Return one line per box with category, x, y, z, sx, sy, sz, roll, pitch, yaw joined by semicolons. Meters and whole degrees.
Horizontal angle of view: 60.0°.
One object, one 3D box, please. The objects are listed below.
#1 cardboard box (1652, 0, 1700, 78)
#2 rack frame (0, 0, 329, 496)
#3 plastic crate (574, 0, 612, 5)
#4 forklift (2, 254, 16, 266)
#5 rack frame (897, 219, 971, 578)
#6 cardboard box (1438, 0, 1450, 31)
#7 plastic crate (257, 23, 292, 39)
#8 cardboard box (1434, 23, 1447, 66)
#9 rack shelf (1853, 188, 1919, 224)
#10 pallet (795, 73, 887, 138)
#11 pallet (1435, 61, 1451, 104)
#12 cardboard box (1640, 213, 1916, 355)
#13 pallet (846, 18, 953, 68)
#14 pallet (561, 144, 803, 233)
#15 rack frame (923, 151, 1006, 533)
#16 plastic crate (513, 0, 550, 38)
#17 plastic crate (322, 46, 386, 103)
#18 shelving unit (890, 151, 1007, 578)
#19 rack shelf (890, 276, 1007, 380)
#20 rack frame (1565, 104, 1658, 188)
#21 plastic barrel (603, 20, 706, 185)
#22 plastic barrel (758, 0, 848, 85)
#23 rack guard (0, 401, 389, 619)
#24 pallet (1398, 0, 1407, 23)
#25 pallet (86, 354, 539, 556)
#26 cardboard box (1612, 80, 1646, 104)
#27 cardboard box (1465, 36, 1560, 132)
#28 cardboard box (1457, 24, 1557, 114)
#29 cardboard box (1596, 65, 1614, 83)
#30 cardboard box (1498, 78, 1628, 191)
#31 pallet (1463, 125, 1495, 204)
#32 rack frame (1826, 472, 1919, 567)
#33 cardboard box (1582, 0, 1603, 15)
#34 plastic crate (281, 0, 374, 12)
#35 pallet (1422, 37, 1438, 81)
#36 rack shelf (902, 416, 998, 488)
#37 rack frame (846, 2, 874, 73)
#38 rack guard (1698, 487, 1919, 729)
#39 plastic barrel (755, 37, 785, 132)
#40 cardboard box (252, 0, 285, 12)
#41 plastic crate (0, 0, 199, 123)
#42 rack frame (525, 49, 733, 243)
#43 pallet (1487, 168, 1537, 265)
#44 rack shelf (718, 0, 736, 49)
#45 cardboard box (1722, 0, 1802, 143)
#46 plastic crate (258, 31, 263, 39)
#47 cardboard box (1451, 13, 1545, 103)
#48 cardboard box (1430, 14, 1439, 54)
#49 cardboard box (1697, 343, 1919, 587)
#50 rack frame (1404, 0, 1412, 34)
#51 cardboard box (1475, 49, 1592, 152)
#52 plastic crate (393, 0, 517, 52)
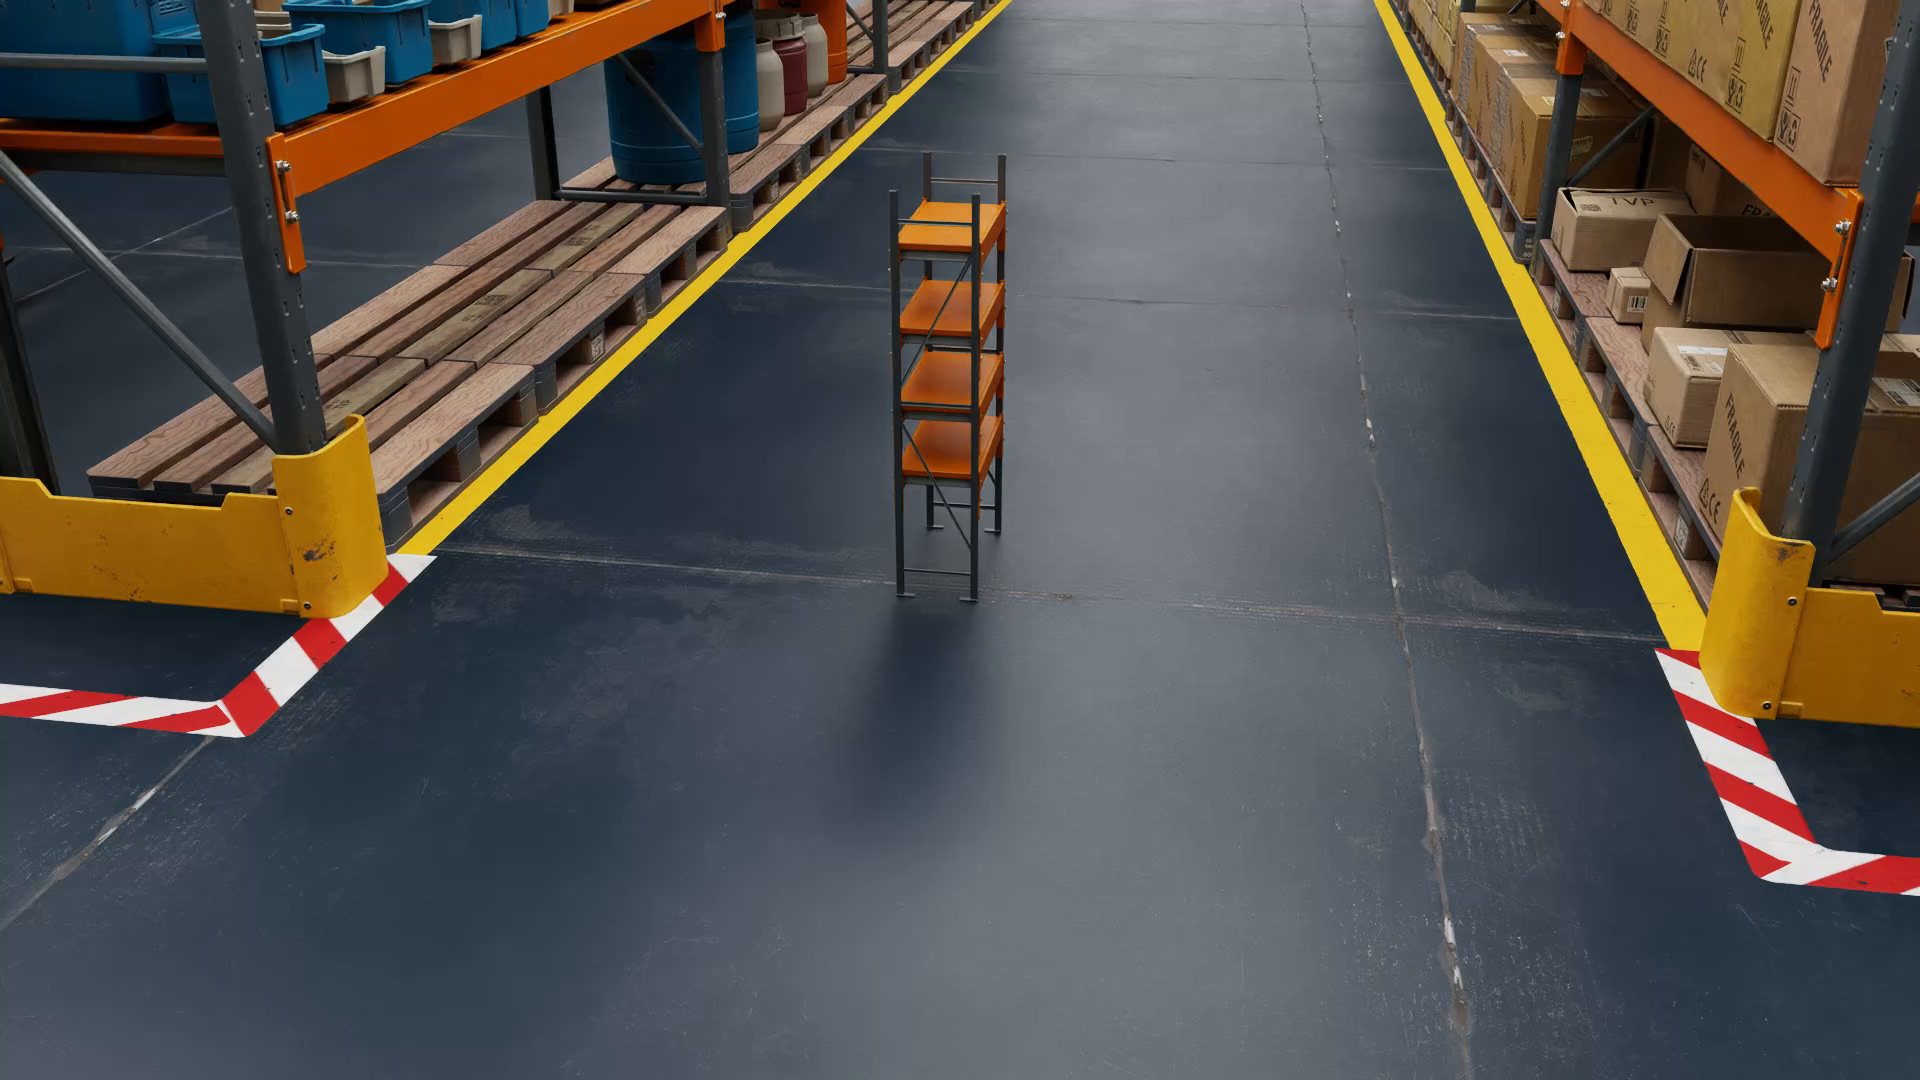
cardboard box;2.614;-1.793;5.425;0.500;0.500;0.500;4;25;8
rack frame;-2.327;-1.250;4.382;1.000;3.000;0.127;4;25;9
plastic crate;-1.592;-2.339;6.962;0.437;0.125;0.590;4;25;9
forklift;-4.575;-1.762;5.557;1.130;2.935;3.031;0;25;0
rack frame;-0.068;-0.372;4.630;0.228;1.046;0.006;4;25;9
cardboard box;3.787;-3.904;12.139;0.500;0.311;0.500;4;25;8
plastic crate;-2.311;-1.632;5.438;0.396;0.136;0.243;4;25;9
cardboard box;3.792;-3.649;12.255;0.500;0.250;0.500;4;25;8
rack shelf;2.886;-1.537;5.529;0.919;0.052;3.809;4;25;9
pallet;-1.108;-3.000;11.411;1.003;0.211;1.213;4;25;9
pallet;1.155;-3.956;10.150;6.198;3.011;5.144;4;25;9
cardboard box;2.911;-0.861;5.977;0.797;0.503;0.637;4;25;9
pallet;-0.653;-4.163;13.895;1.003;0.211;1.213;4;25;9
pallet;-1.506;-1.980;9.231;1.003;0.211;1.213;4;25;9
rack frame;0.013;-0.576;5.066;0.240;1.200;0.015;4;25;9
plastic crate;-1.698;-1.958;6.022;0.416;0.233;0.300;4;25;9
plastic crate;-1.828;-1.367;4.872;0.250;0.136;0.298;4;25;9
shelving unit;-0.027;-0.475;4.850;0.258;1.200;0.499;4;25;9
rack shelf;-0.027;-0.616;4.781;0.258;0.148;0.480;4;25;9
rack frame;3.216;-2.578;7.220;0.949;2.616;0.053;4;25;9
plastic barrel;-1.568;-2.389;8.796;0.600;0.901;0.708;4;25;9
plastic barrel;-1.083;-3.598;11.462;0.600;0.830;0.708;4;25;9
rack guard;-2.318;-0.107;4.889;1.175;0.500;0.348;4;25;9
pallet;4.691;-4.991;15.664;1.003;0.211;1.213;4;25;9
pallet;-2.154;-0.329;5.705;1.003;0.211;1.213;4;25;9
cardboard box;3.608;-2.055;8.531;0.500;0.500;0.500;4;25;9
cardboard box;3.829;-3.251;11.026;1.136;0.551;3.017;3;25;7
cardboard box;3.430;-2.928;10.398;0.500;0.500;0.500;3;25;7
cardboard box;3.697;-2.263;8.976;0.500;0.500;0.500;4;25;9
cardboard box;3.099;-2.078;8.581;0.500;0.500;0.500;4;25;9
pallet;3.505;-2.170;9.637;1.003;0.211;1.213;4;25;9
rack frame;2.562;-0.905;3.645;0.949;2.616;0.053;4;25;9
cardboard box;2.860;-2.429;6.784;0.500;0.500;0.500;5;25;10
plastic crate;-2.260;-1.875;5.958;0.298;0.136;0.250;4;25;9
pallet;4.241;-3.839;13.202;1.003;0.211;1.213;4;25;9
rack shelf;-0.027;-0.269;4.944;0.221;0.050;0.457;4;25;9
rack frame;-1.023;-4.596;11.531;0.949;2.616;0.053;4;25;9
rack guard;2.571;0.195;4.244;1.175;0.500;0.348;4;25;9
plastic barrel;-1.272;-2.739;10.003;0.421;0.512;0.421;0;25;0
cardboard box;-5.817;-4.288;13.302;0.700;0.500;0.500;3;25;6
plastic crate;-2.457;-1.446;4.689;0.616;0.435;0.499;4;25;9
rack frame;-1.674;-2.923;7.957;1.000;3.000;0.127;4;25;9
pallet;3.308;-1.658;8.544;1.003;0.211;1.213;4;25;9
rack shelf;-1.347;-3.434;9.896;1.077;0.370;4.000;4;25;9
cardboard box;2.445;-1.374;4.529;0.500;0.500;0.500;4;25;9
plastic crate;-2.373;-1.511;5.181;0.396;0.136;0.243;4;25;9
cardboard box;3.510;-3.148;10.866;0.500;0.500;0.500;5;26;11
cardboard box;3.877;-3.859;12.704;0.500;0.250;0.500;5;25;10
cardboard box;2.405;-0.217;4.605;0.500;0.500;0.500;4;25;9
rack frame;4.520;-5.924;14.368;1.000;3.000;0.127;4;25;9
cardboard box;3.263;-2.500;9.483;0.500;0.500;0.500;3;25;7
plastic crate;-1.747;-1.833;5.754;0.416;0.233;0.300;4;25;9
